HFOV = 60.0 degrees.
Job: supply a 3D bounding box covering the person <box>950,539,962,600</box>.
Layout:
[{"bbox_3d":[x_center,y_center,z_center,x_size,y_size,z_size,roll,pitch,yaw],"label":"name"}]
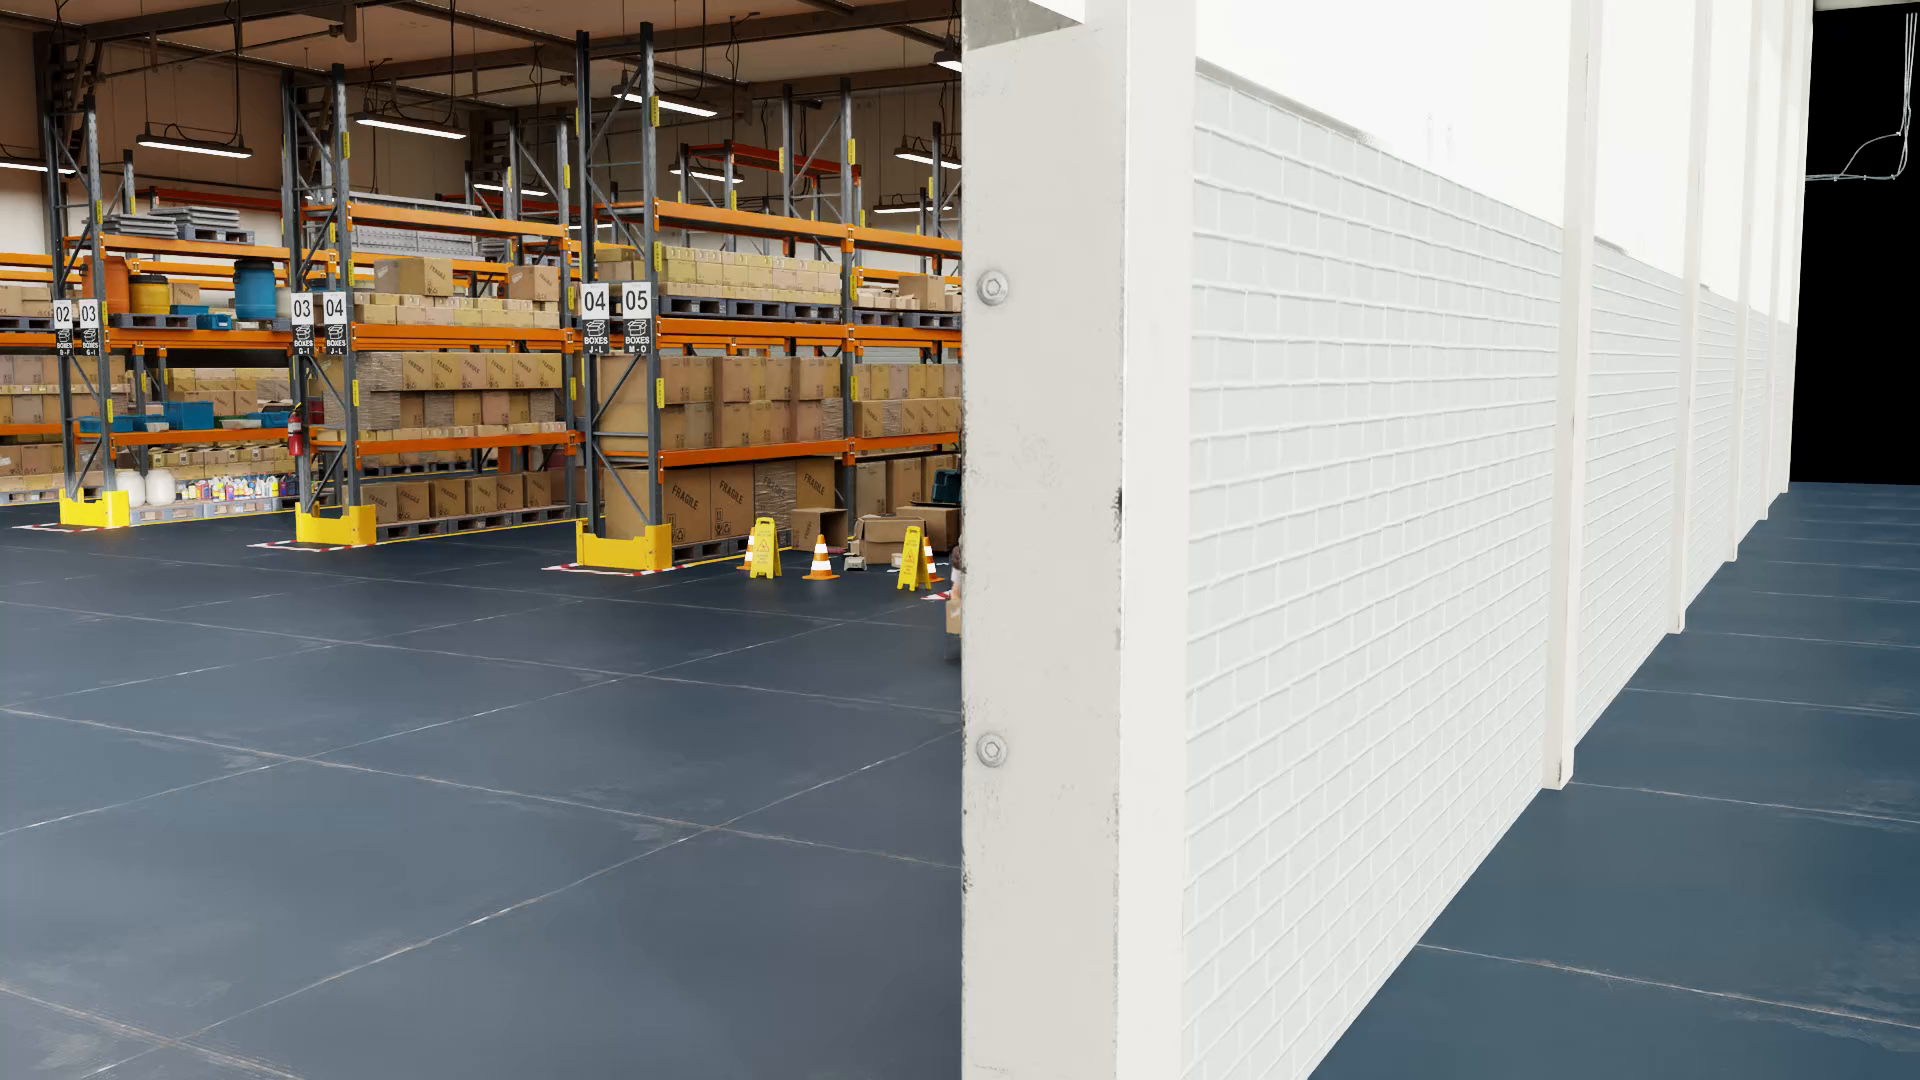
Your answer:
[{"bbox_3d":[0.163,0.406,13.212,0.435,0.998,0.866,3,7,26],"label":"person"}]
